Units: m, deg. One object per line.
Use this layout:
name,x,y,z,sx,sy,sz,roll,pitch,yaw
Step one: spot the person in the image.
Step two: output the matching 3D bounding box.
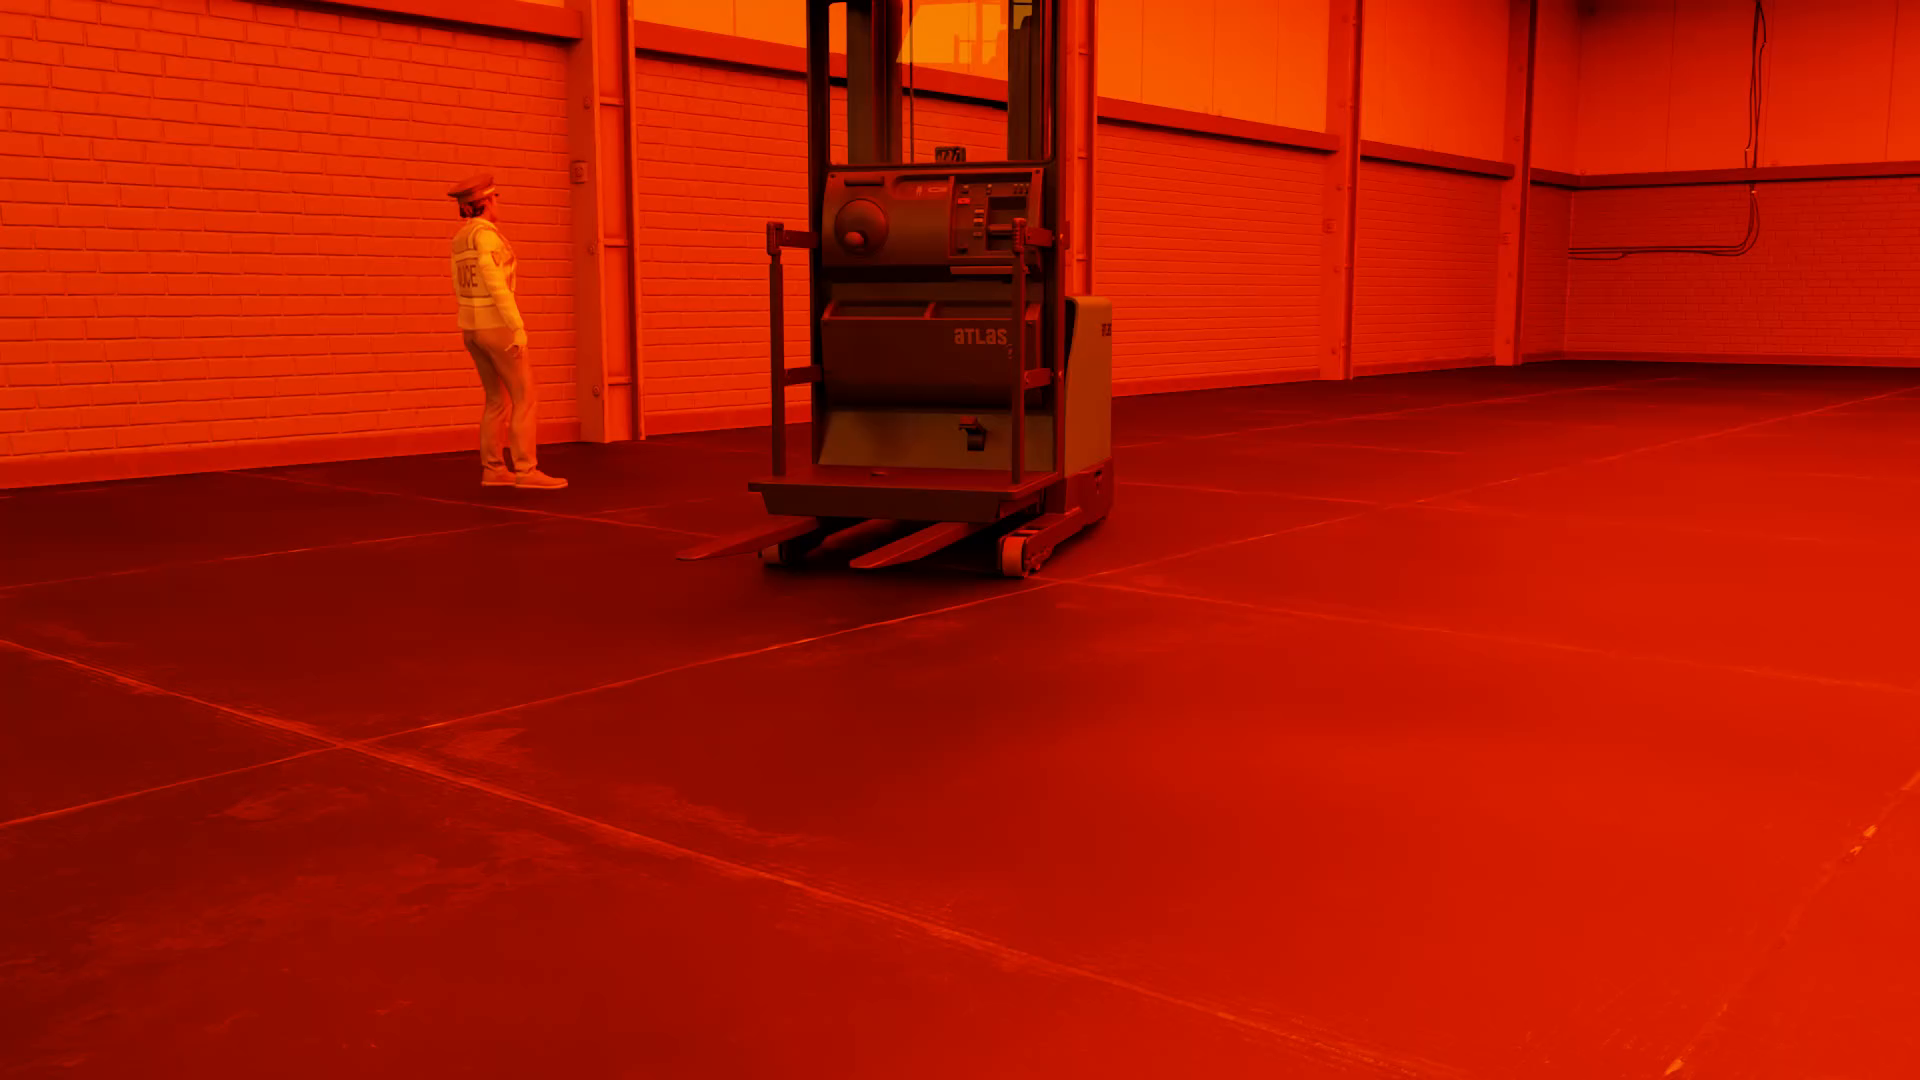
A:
person,-2.475,-1.120,8.966,0.484,1.688,0.597,-7,11,-40

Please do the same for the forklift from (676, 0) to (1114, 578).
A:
forklift,-0.176,-1.366,6.616,1.130,2.935,3.031,3,9,17
